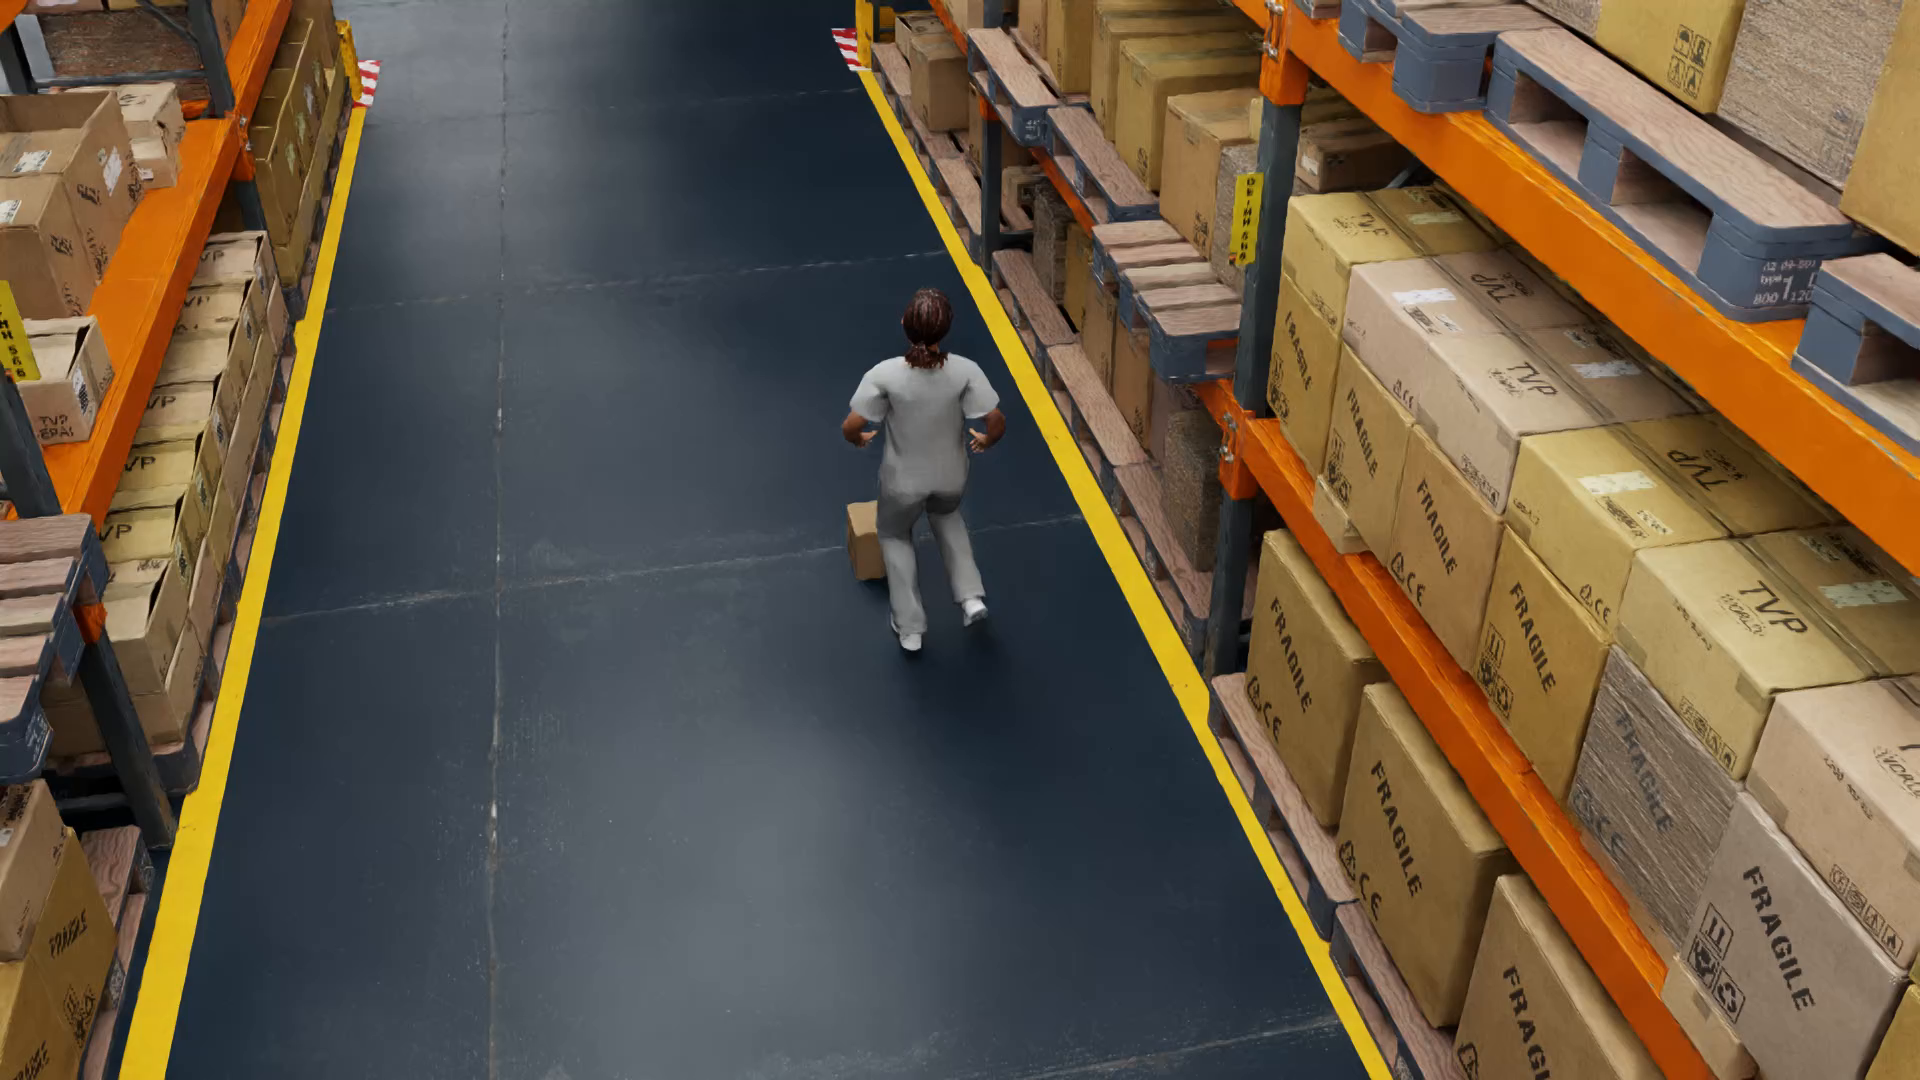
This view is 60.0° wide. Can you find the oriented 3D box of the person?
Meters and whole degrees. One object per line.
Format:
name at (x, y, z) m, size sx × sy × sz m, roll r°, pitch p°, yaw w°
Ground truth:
person at (-0.162, -0.283, 6.578) m, size 0.624 × 1.625 × 0.473 m, roll -9°, pitch 35°, yaw -12°
